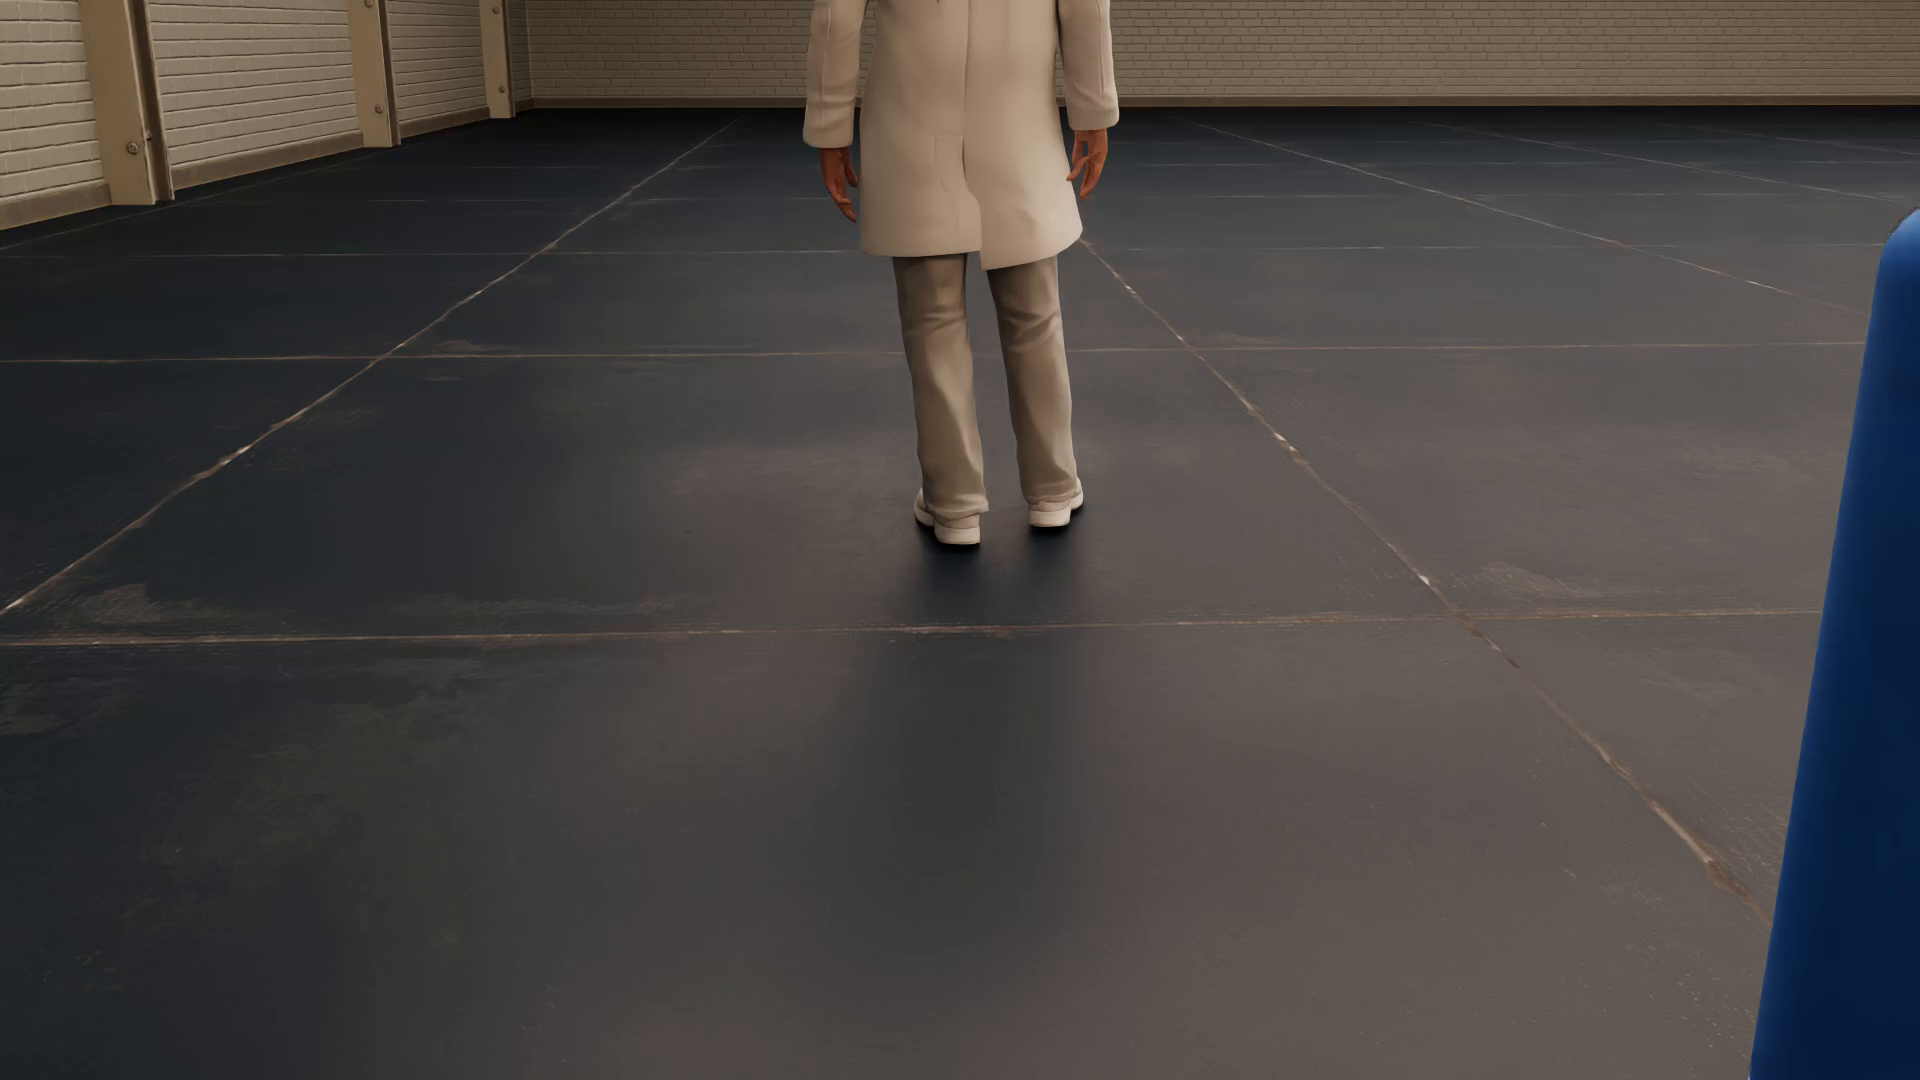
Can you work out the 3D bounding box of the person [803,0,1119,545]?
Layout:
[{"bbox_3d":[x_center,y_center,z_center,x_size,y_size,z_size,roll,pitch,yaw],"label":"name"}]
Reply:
[{"bbox_3d":[-0.001,-0.884,3.743,0.698,1.778,0.578,-1,17,-3],"label":"person"}]
